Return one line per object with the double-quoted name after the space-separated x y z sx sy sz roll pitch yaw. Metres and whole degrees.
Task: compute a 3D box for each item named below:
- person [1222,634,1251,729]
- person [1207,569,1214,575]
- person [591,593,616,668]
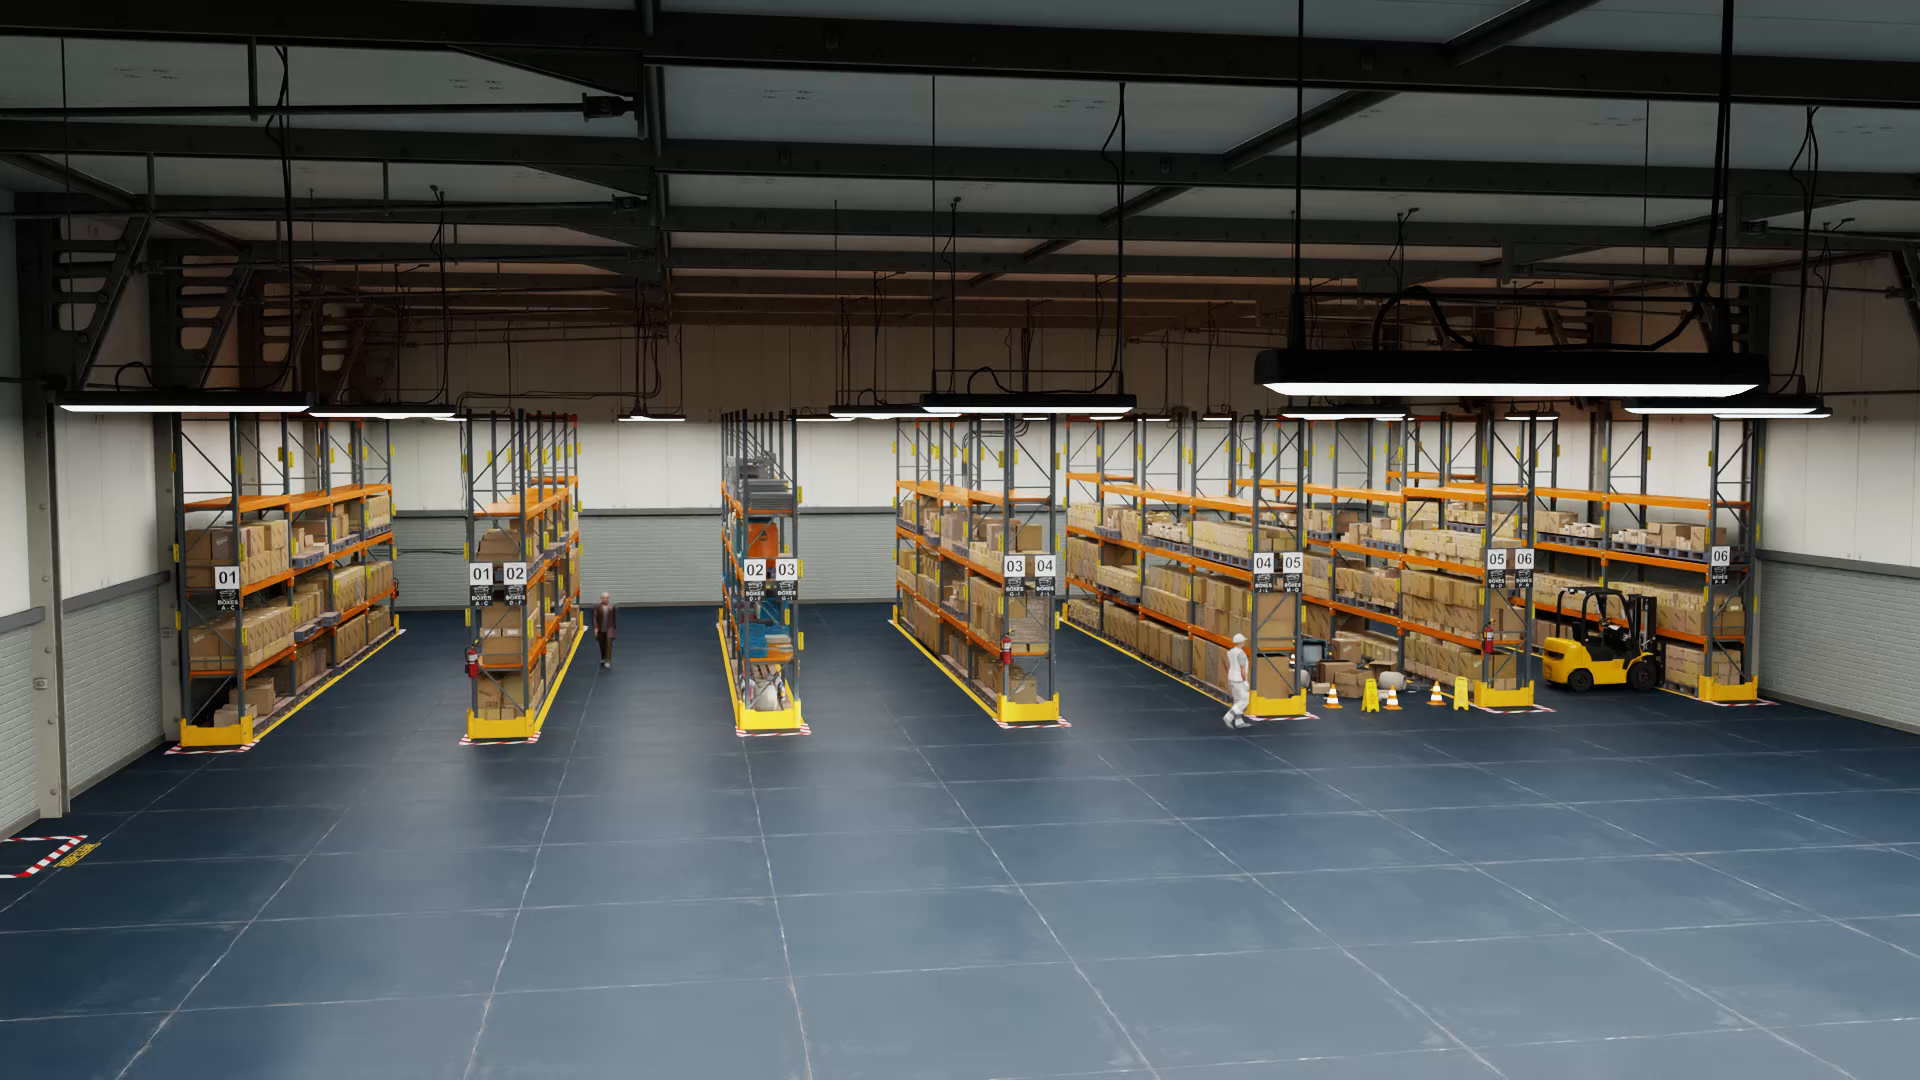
5.177 2.654 31.163 0.686 1.789 0.557 -2 4 -21 "person"
6.974 1.623 46.035 0.539 1.777 0.638 3 5 38 "person"
-8.384 2.110 39.106 0.544 1.713 1.141 0 4 -7 "person"
